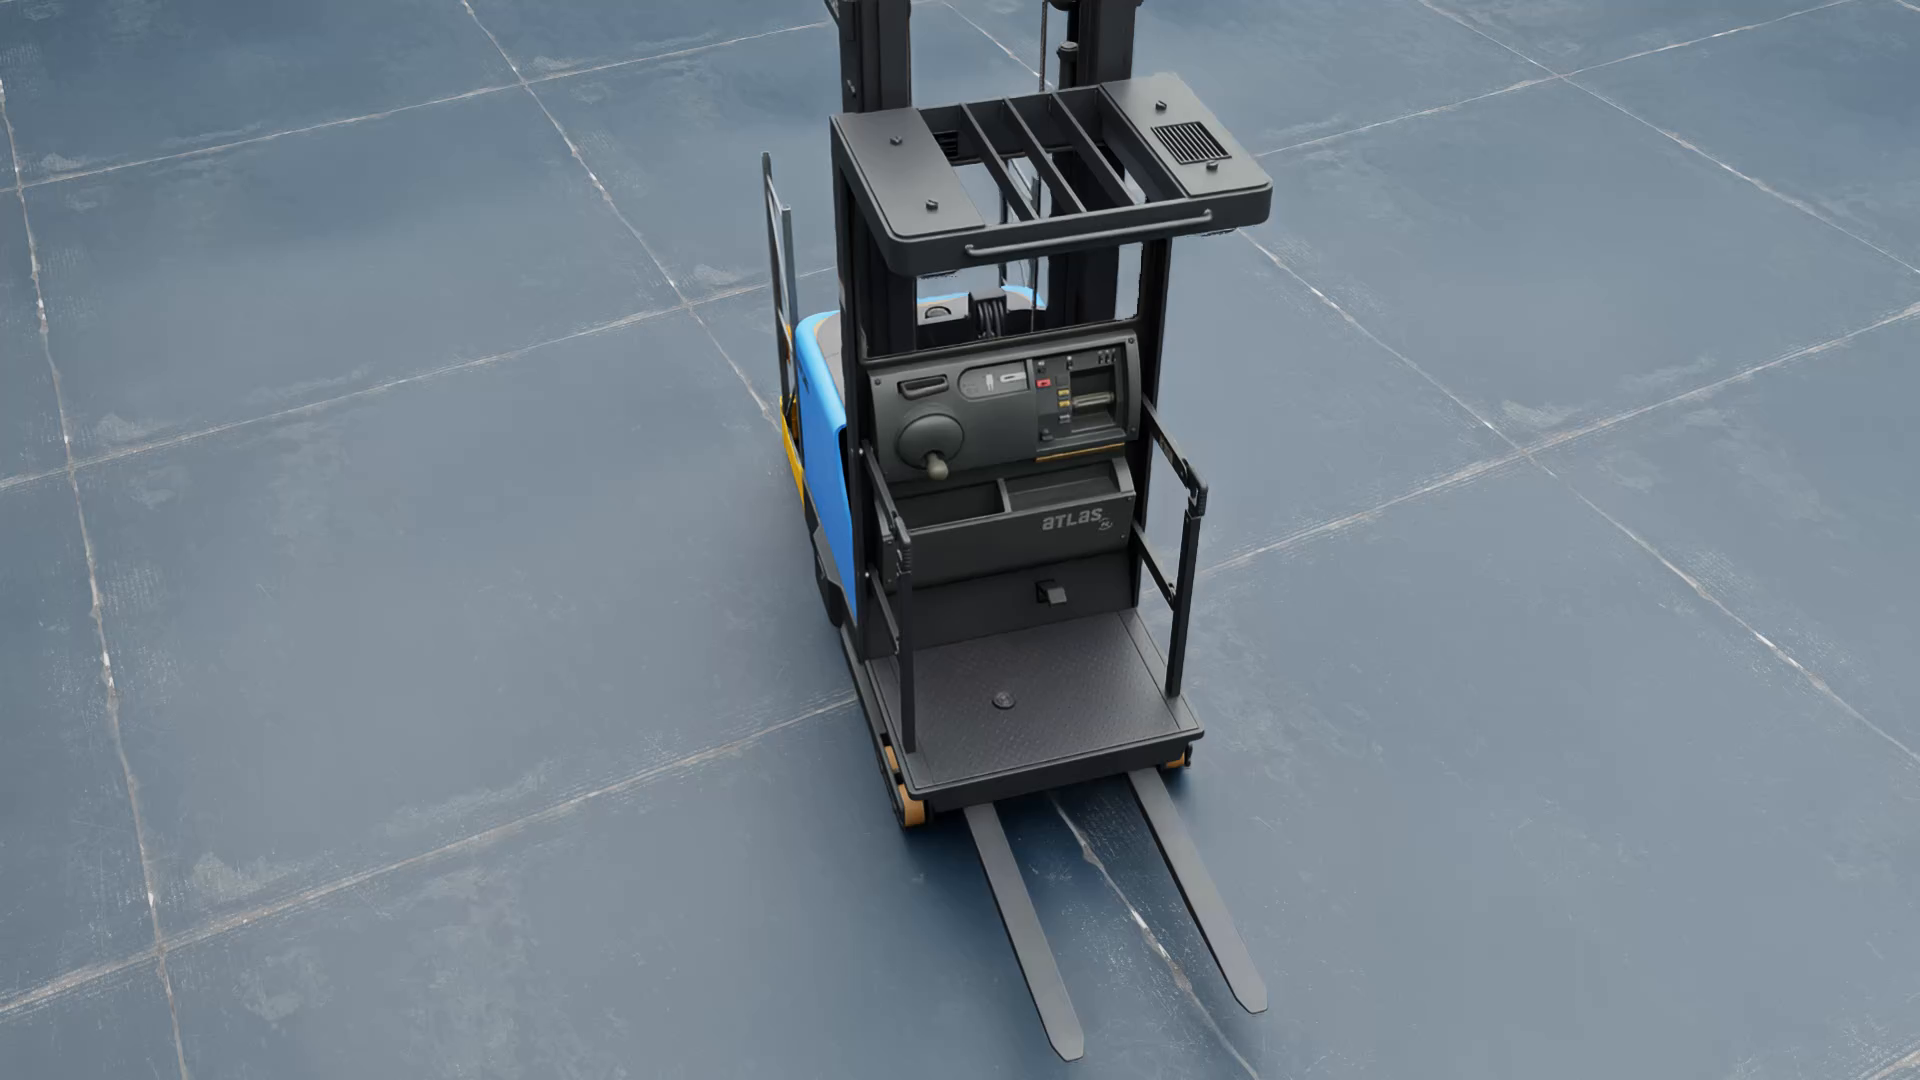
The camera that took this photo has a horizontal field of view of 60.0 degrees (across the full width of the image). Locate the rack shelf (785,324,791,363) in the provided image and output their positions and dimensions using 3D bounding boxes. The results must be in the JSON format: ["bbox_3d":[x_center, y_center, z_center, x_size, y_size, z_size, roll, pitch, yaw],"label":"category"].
[{"bbox_3d":[-0.244,-0.808,7.322,1.000,0.185,0.538,-10,41,-11],"label":"rack shelf"}]

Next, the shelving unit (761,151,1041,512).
[{"bbox_3d":[-0.235,-0.947,7.208,1.083,1.500,0.587,-10,41,-11],"label":"shelving unit"}]

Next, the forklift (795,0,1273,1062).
[{"bbox_3d":[0.222,-0.368,5.416,1.130,2.935,3.031,-11,41,-12],"label":"forklift"}]

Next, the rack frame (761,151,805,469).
[{"bbox_3d":[-0.735,-0.861,7.106,0.032,1.500,0.500,-10,41,-11],"label":"rack frame"}]

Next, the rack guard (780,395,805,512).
[{"bbox_3d":[-0.716,-0.387,7.513,0.087,0.250,0.587,-10,41,-11],"label":"rack guard"}]

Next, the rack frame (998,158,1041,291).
[{"bbox_3d":[0.247,-1.030,7.306,0.032,1.500,0.500,-10,41,-11],"label":"rack frame"}]
